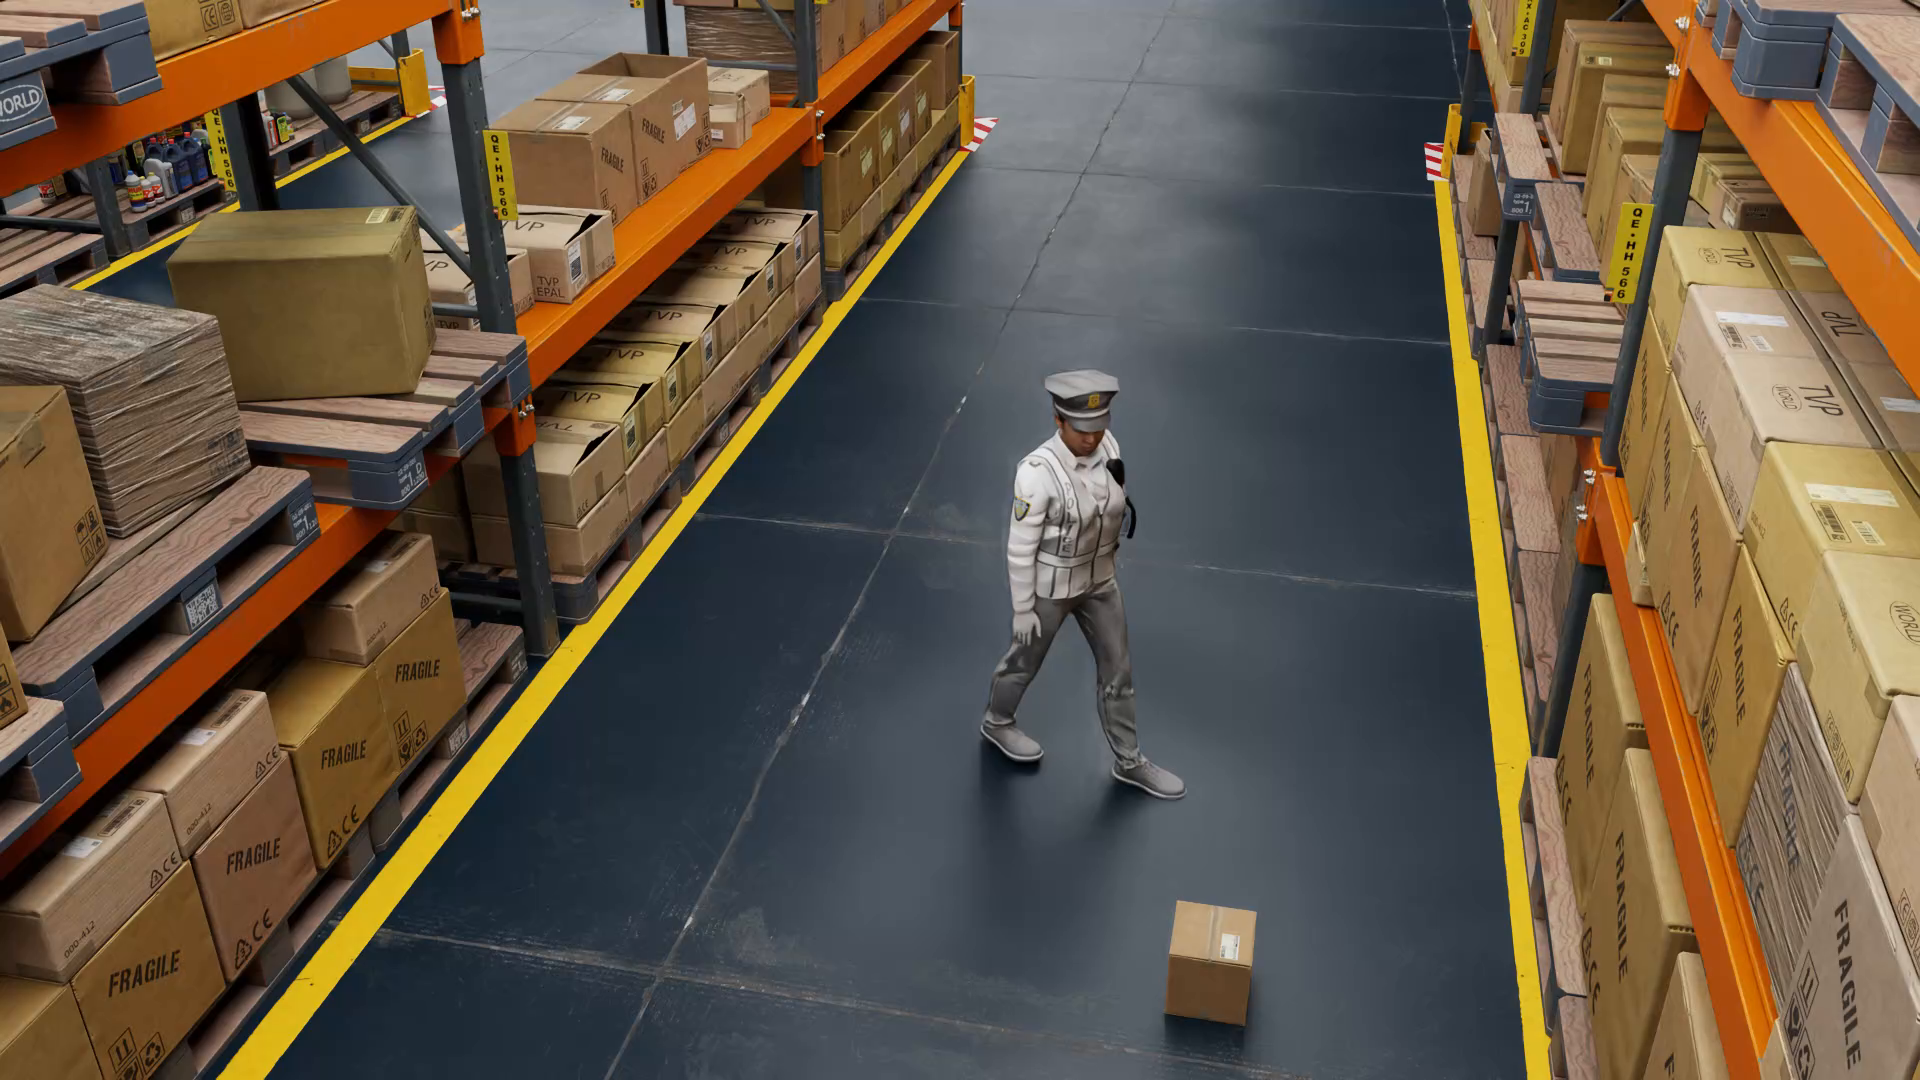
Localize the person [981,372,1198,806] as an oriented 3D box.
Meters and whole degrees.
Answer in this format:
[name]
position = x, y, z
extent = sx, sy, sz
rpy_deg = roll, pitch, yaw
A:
[person]
position = 0.418, 0.170, 5.819
extent = 0.564, 1.630, 0.810
rpy_deg = -21, 35, -33
